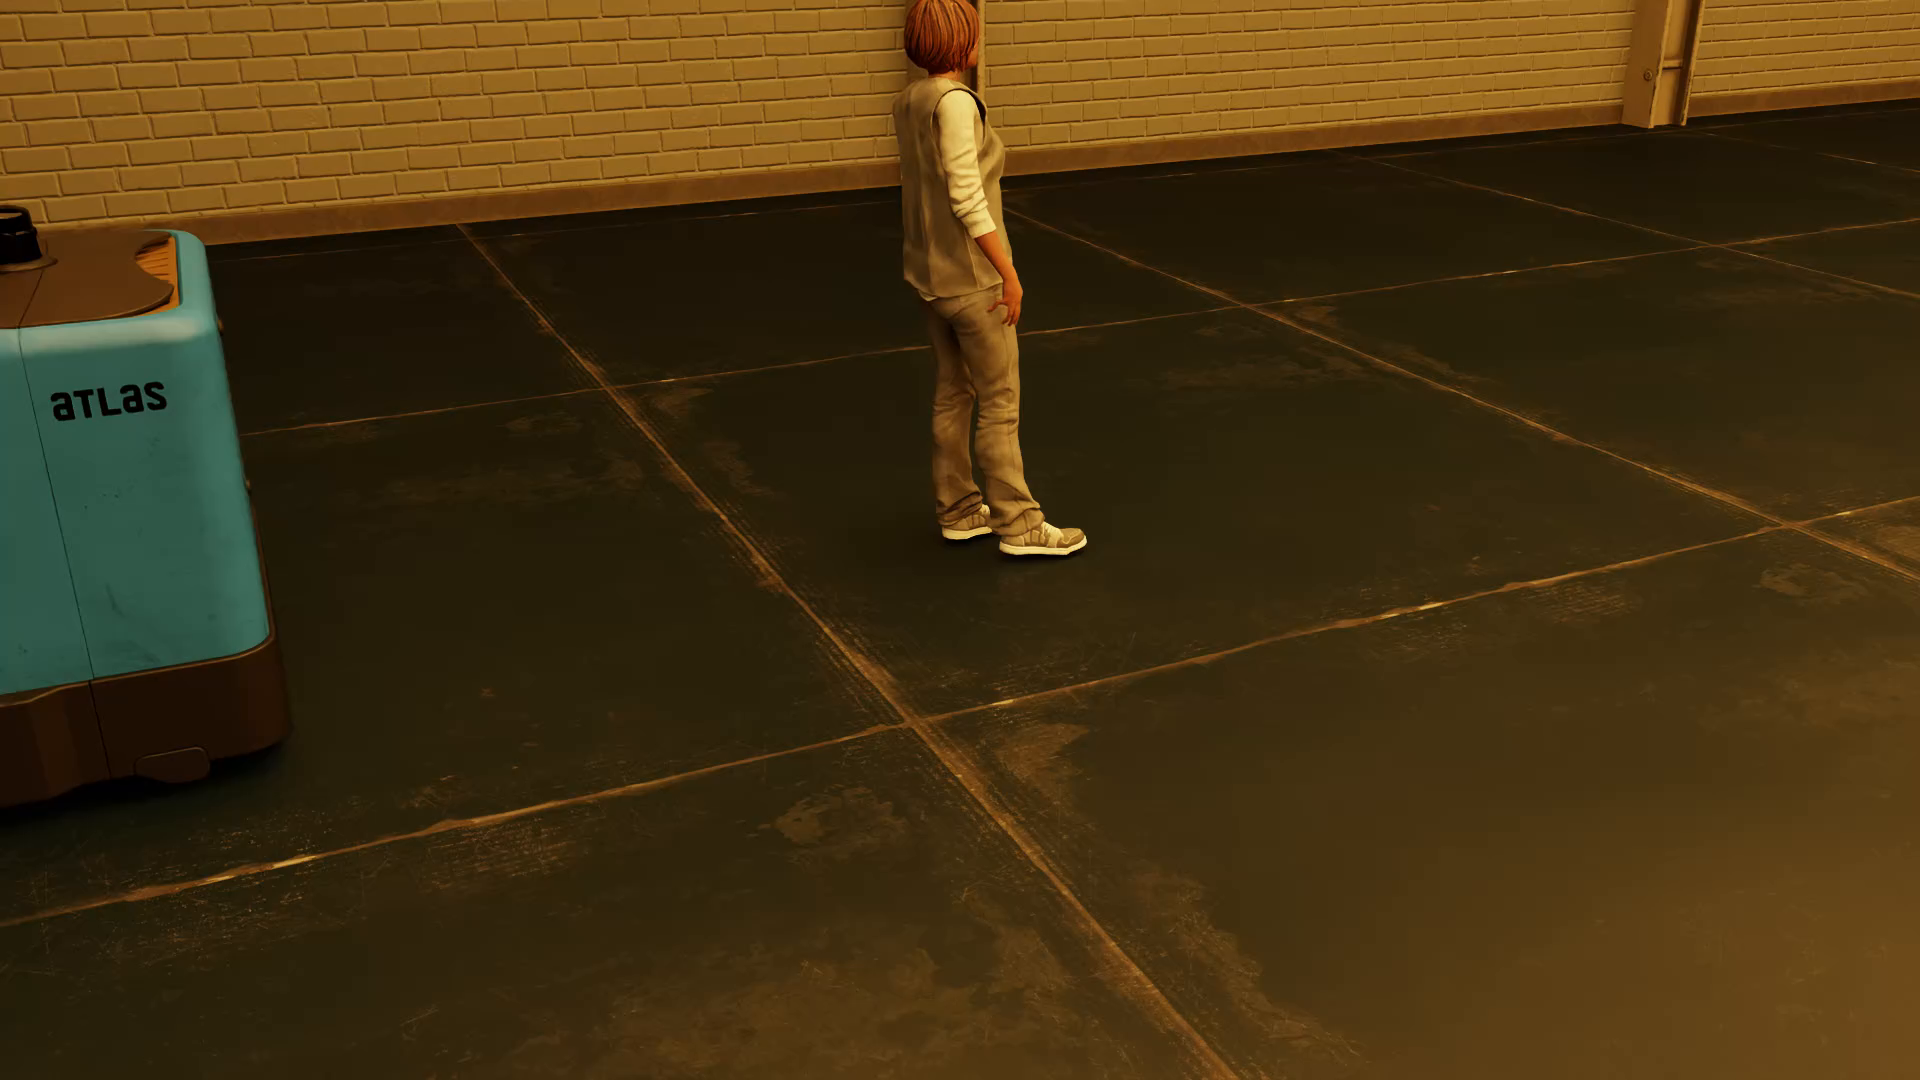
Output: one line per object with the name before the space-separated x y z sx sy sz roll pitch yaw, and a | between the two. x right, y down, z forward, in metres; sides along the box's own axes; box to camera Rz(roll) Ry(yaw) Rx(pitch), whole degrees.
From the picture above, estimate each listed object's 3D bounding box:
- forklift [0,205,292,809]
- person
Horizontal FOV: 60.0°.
forklift | -3.115 -0.765 3.128 3.031 2.935 1.130 -10 24 -22
person | 0.074 -0.752 4.815 0.473 1.599 0.520 -10 25 -23
